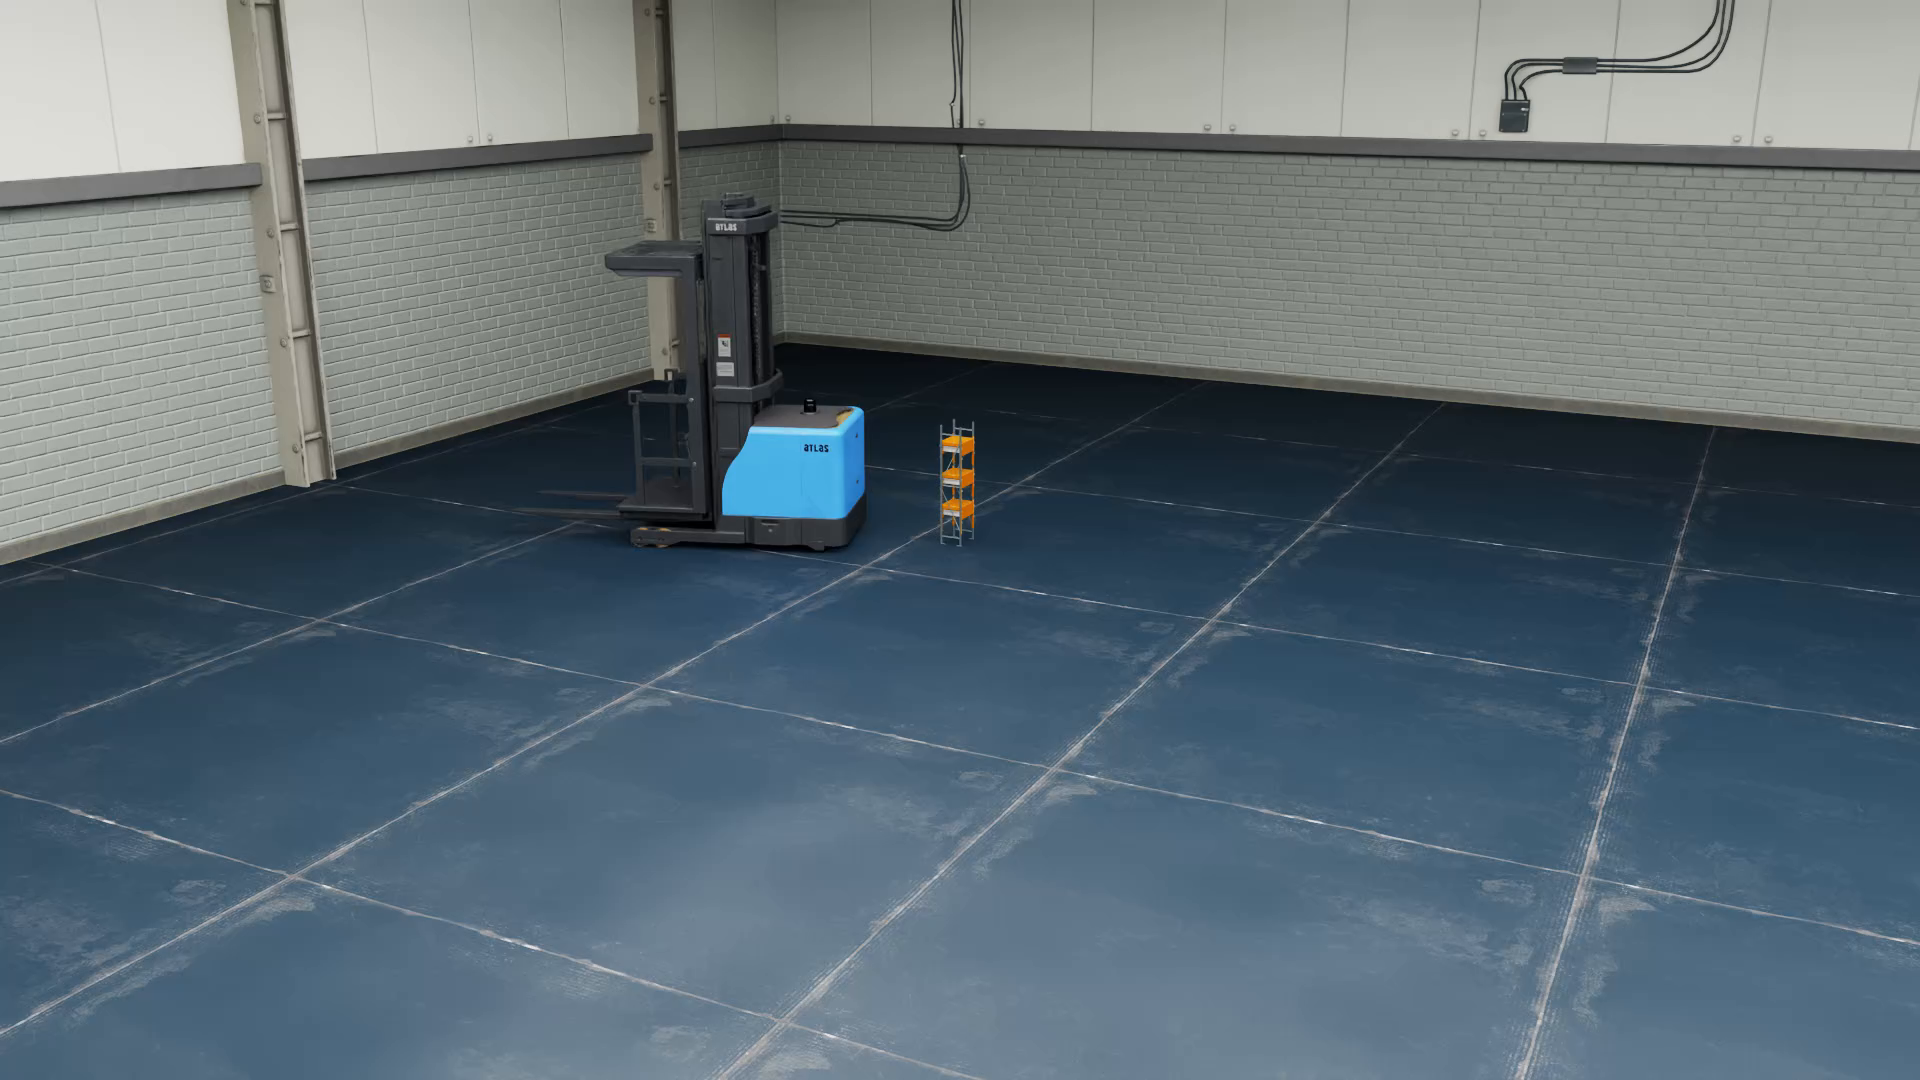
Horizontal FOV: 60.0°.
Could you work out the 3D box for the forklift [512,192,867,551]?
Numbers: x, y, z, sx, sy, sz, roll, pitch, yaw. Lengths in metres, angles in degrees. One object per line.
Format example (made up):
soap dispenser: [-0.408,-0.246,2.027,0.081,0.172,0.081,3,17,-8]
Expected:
forklift: [-2.398,-1.484,14.374,3.031,2.935,1.130,2,17,8]

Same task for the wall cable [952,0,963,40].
wall cable: [1.158,-7.597,20.879,3.097,2.526,0.112,8,18,25]

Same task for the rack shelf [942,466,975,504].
rack shelf: [-0.024,-0.479,14.332,0.215,0.259,0.240,8,18,25]

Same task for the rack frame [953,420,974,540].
rack frame: [0.031,-0.521,14.434,0.200,1.050,0.008,8,18,25]

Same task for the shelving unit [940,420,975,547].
shelving unit: [-0.024,-0.490,14.329,0.215,1.050,0.252,8,18,25]

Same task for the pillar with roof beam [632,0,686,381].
pillar with roof beam: [0.090,-5.878,18.511,9.100,9.000,0.400,8,18,25]

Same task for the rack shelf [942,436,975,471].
rack shelf: [-0.024,-0.752,14.251,0.215,0.259,0.240,8,18,25]

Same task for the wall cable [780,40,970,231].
wall cable: [-1.262,-5.520,22.757,3.097,2.526,0.112,8,18,25]

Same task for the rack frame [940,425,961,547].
rack frame: [-0.078,-0.459,14.224,0.200,1.050,0.008,8,18,25]

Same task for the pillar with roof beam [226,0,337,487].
pillar with roof beam: [-2.591,-4.350,13.366,9.100,9.000,0.400,8,18,25]

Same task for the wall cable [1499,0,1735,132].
wall cable: [7.224,-7.427,17.751,2.305,6.003,0.169,8,18,25]

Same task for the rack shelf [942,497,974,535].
rack shelf: [-0.024,-0.213,14.411,0.215,0.259,0.240,8,18,25]
